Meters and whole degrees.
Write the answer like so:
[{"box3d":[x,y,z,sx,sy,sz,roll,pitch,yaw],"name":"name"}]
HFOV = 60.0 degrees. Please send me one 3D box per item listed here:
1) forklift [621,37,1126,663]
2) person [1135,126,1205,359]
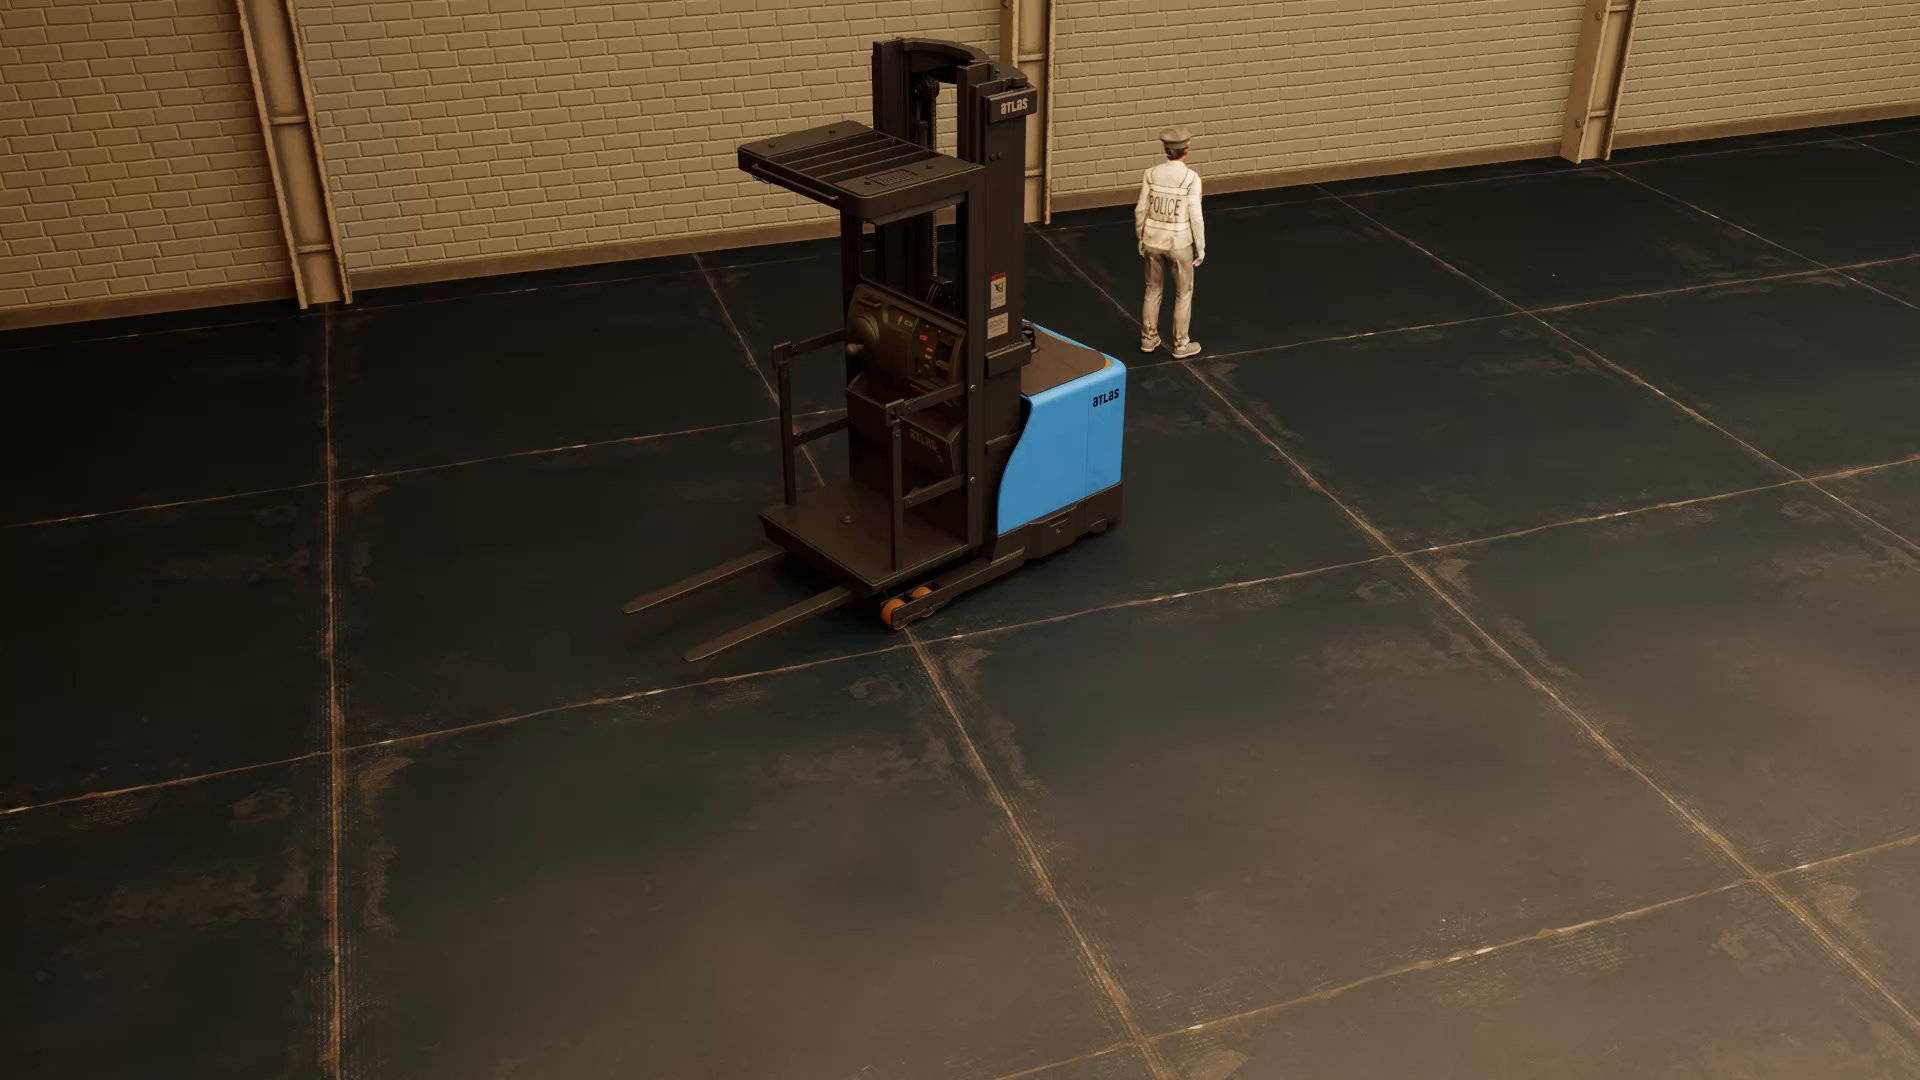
[{"box3d":[-0.461,-1.072,8.951,3.031,2.935,1.130,-23,37,-34],"name":"forklift"},{"box3d":[1.525,-2.145,12.088,0.529,1.663,0.374,16,34,25],"name":"person"}]
